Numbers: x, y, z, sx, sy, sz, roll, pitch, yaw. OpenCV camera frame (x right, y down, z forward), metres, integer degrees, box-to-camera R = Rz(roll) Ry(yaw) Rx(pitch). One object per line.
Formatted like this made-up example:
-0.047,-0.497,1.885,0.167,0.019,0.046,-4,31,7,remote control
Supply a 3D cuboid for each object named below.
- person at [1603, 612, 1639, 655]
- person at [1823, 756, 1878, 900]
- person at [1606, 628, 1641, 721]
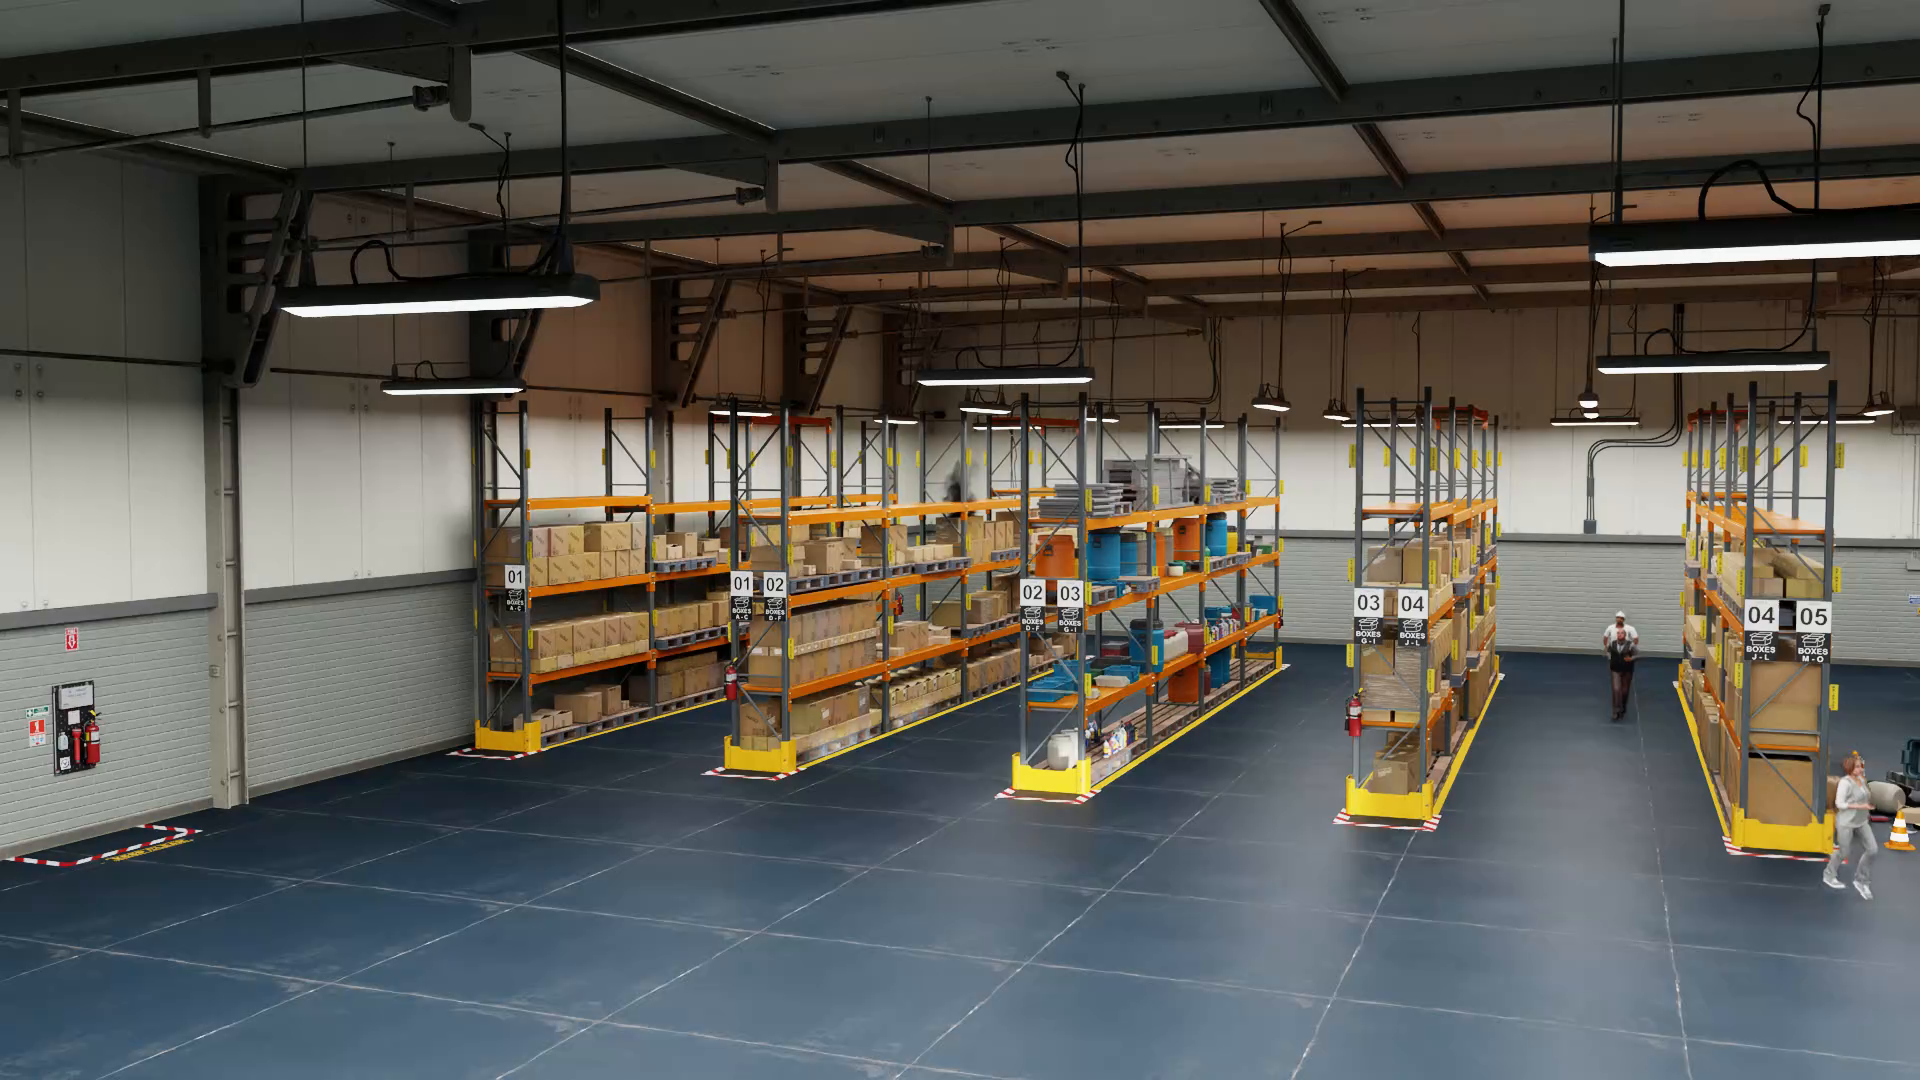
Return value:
14.129,2.409,35.586,0.715,1.749,0.793,1,3,26,person
10.195,3.281,19.009,0.514,1.637,0.705,-1,3,-19,person
12.810,2.571,32.140,0.643,1.736,0.913,1,3,26,person
